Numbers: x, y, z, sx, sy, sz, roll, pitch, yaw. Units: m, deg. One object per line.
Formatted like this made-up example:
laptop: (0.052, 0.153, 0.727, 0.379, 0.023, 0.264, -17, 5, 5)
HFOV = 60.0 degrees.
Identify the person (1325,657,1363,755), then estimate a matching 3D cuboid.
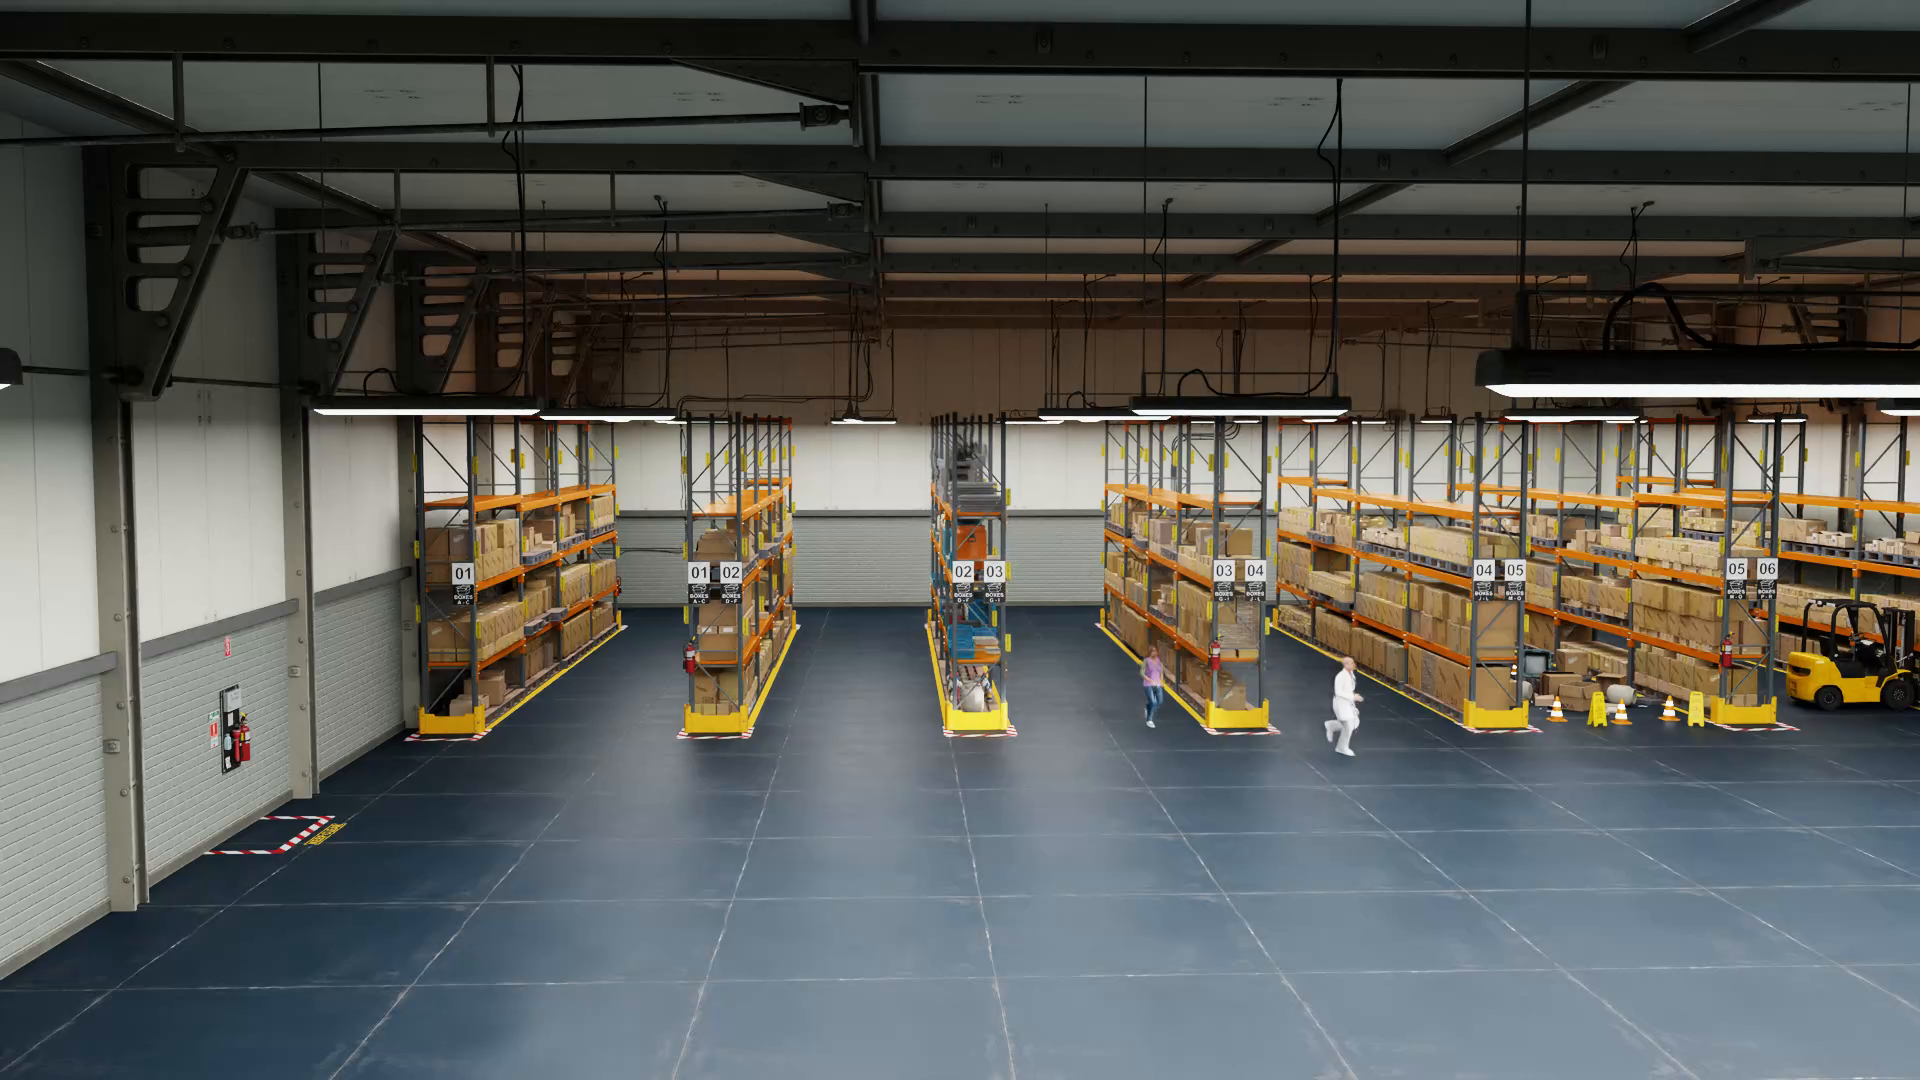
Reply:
person: (6.735, 2.896, 29.103, 0.728, 1.732, 0.759, 3, 5, 34)

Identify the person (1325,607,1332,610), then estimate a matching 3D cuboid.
person: (10.839, 1.613, 48.318, 0.618, 1.702, 0.625, -3, 5, -39)

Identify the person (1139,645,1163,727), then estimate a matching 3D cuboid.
person: (3.681, 2.790, 31.790, 0.574, 1.564, 0.565, -2, 4, -27)
